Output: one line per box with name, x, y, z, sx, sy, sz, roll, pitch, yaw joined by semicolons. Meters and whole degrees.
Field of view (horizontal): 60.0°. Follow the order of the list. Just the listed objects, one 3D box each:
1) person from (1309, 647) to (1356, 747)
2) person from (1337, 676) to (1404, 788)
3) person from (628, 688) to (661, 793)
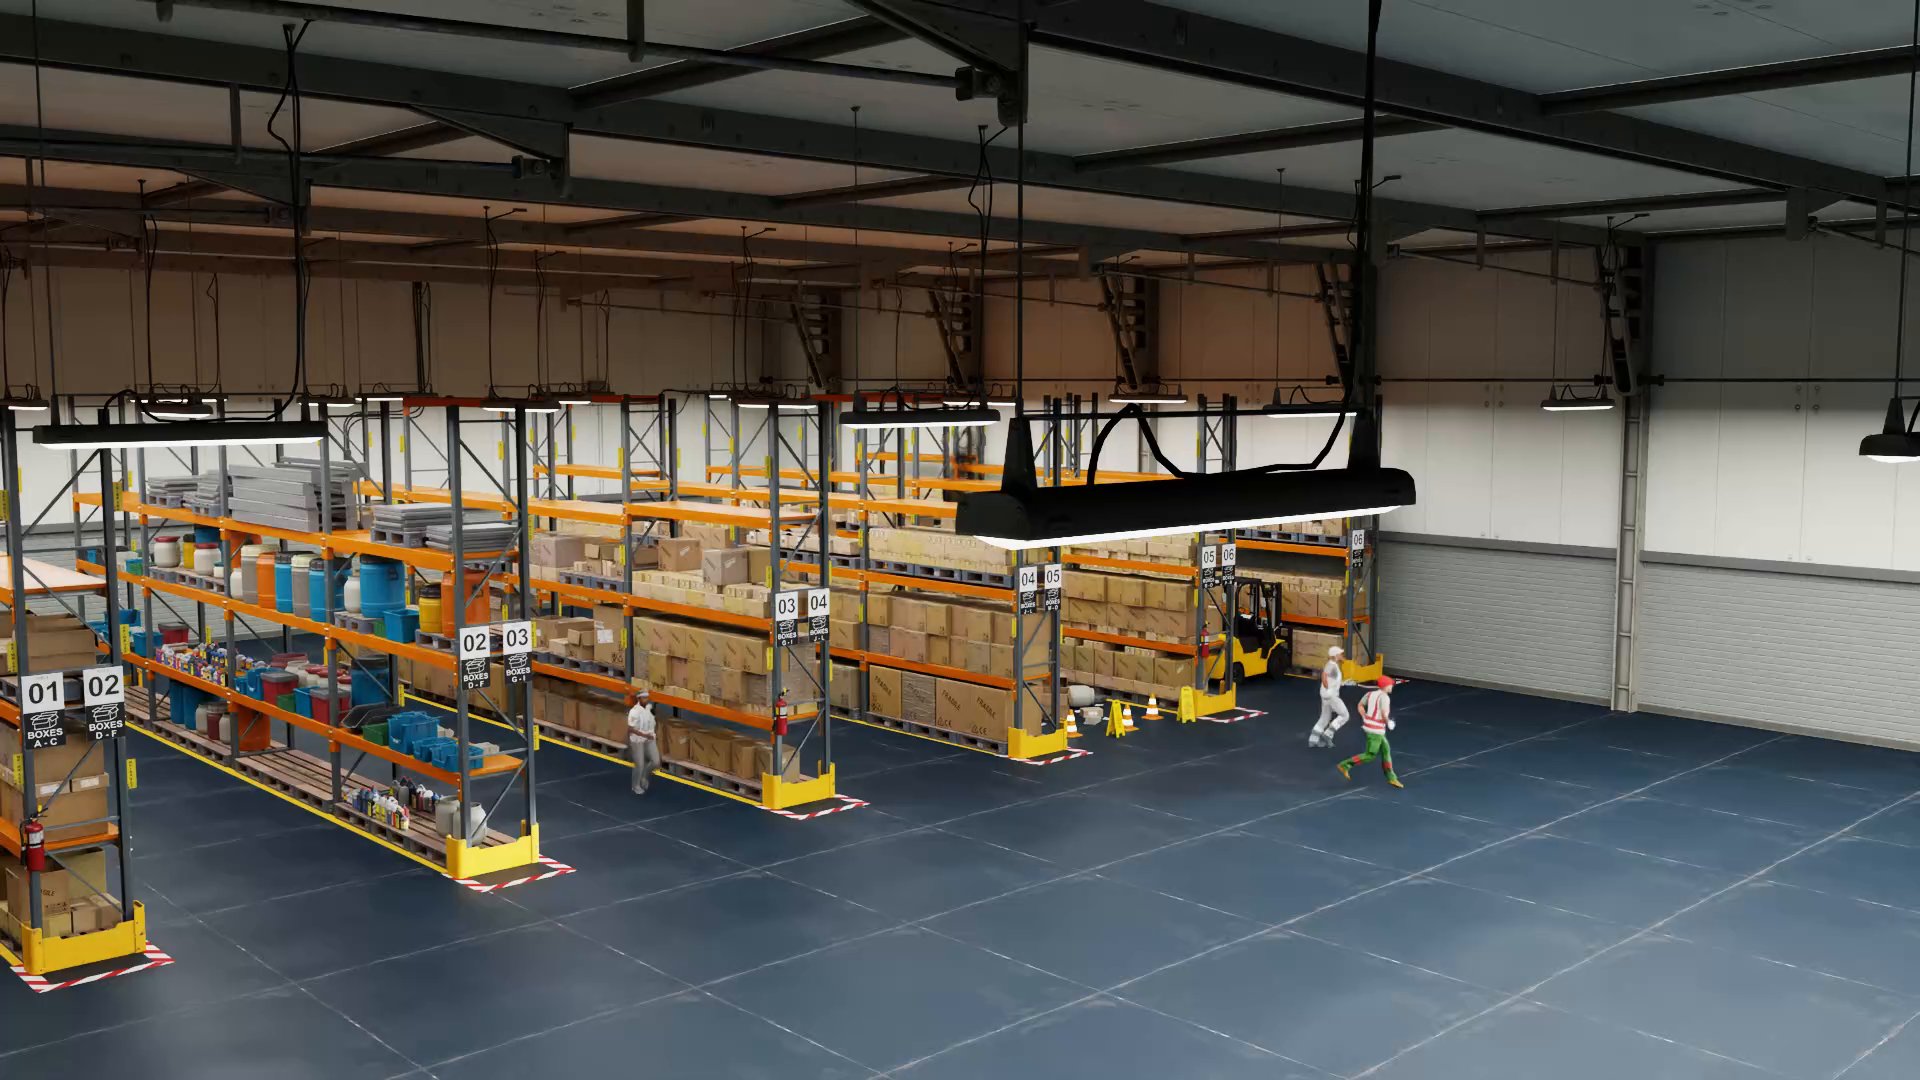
person;6.406;2.694;28.506;0.800;1.740;0.707;1;6;5
person;6.354;2.981;25.683;1.115;1.770;0.659;-1;6;-7
person;-4.792;3.057;25.342;0.551;1.648;0.664;-5;8;-44
